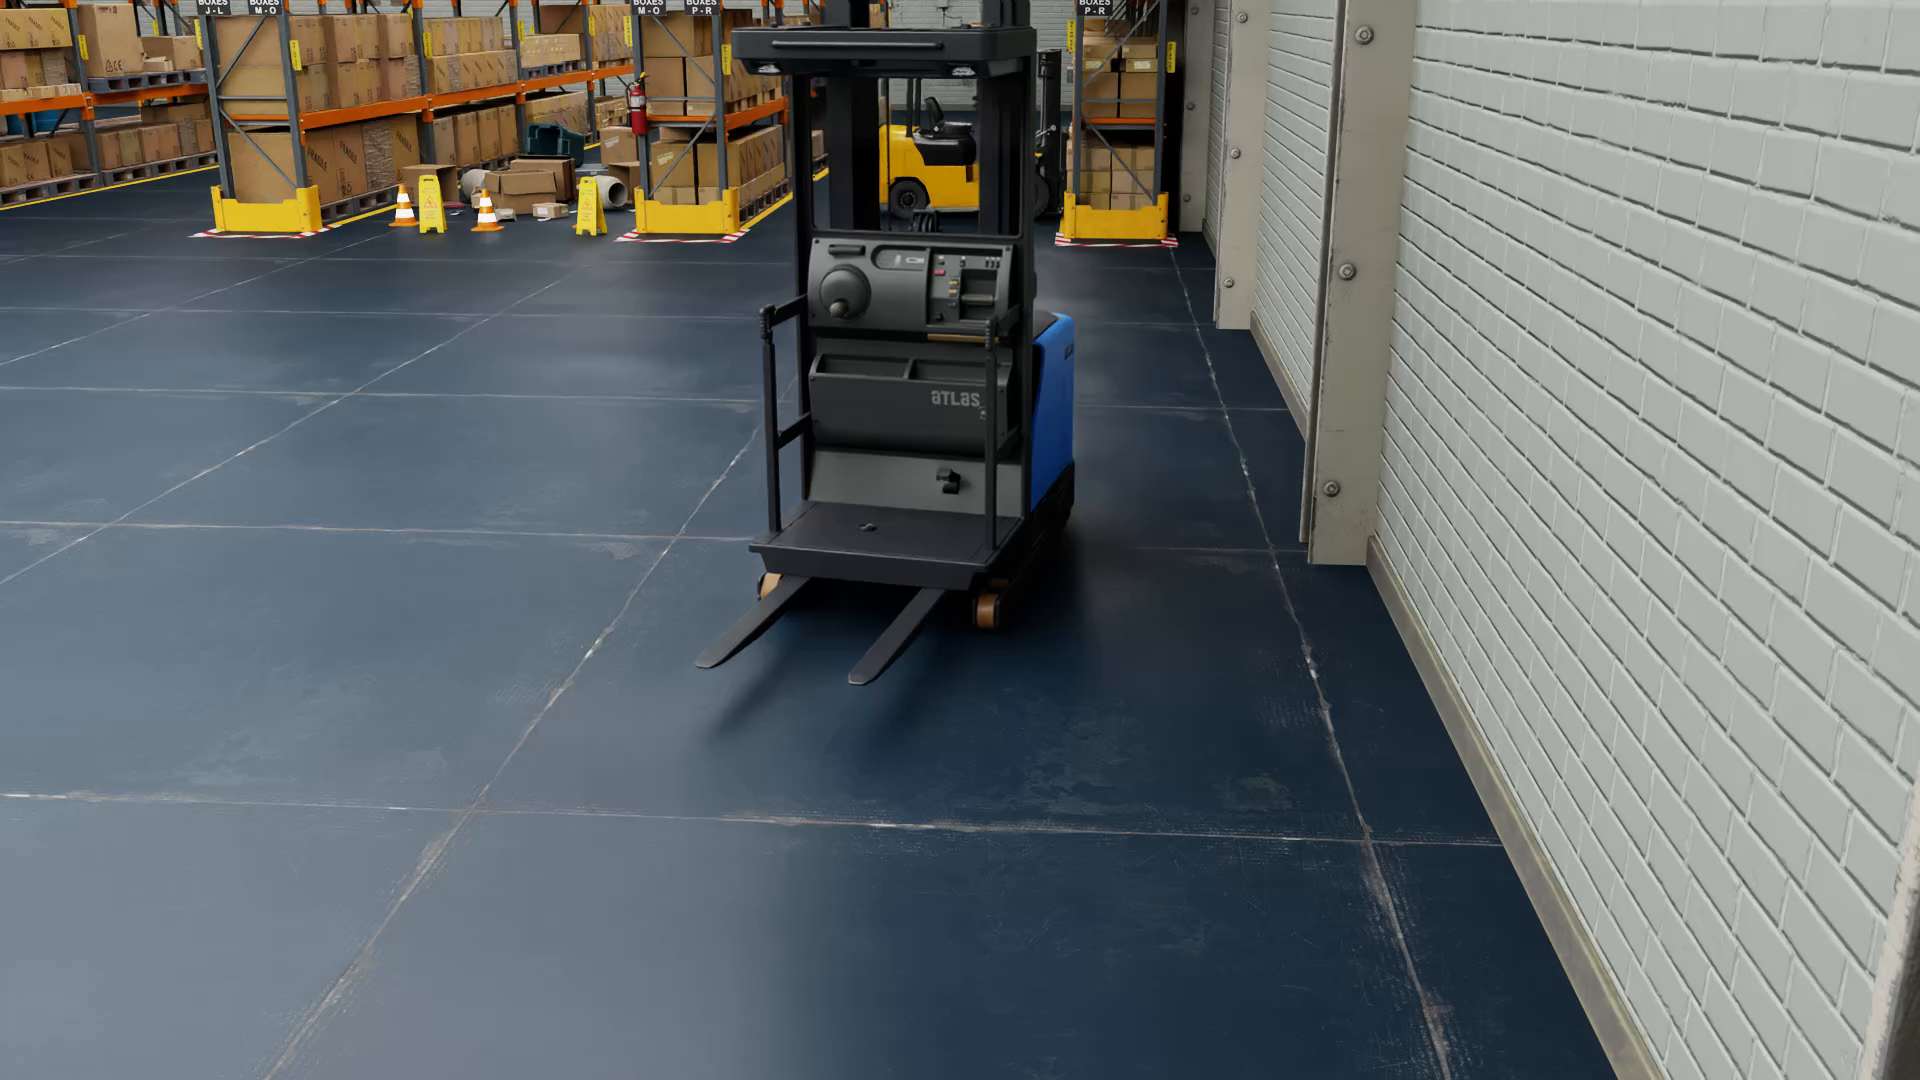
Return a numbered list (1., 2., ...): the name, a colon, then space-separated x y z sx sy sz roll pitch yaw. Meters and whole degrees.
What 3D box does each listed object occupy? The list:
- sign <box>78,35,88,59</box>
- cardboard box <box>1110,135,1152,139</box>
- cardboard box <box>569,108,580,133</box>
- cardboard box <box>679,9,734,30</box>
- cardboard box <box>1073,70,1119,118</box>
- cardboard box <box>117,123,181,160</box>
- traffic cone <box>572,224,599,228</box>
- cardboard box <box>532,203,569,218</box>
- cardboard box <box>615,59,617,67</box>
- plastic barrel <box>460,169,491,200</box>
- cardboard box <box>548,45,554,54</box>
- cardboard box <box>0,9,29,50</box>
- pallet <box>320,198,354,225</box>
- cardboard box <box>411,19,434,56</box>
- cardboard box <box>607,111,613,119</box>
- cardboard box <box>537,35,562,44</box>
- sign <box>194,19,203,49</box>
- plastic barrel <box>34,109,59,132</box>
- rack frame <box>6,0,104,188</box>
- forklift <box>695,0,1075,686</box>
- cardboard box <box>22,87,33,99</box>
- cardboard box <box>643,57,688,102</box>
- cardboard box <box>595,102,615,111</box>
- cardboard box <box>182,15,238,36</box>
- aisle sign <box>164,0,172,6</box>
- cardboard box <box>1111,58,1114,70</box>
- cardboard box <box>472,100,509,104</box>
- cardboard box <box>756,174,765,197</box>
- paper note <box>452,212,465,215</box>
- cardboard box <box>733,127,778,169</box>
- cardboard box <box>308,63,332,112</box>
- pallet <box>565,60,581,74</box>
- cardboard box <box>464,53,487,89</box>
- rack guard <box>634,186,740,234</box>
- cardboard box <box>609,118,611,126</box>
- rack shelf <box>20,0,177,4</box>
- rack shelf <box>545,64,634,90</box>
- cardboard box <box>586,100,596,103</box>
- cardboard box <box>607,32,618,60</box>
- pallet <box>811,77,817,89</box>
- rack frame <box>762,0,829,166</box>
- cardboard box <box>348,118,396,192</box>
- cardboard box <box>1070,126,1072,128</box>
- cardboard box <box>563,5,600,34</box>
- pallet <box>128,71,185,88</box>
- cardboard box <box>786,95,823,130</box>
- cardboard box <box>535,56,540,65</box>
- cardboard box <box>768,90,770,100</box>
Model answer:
1. sign: -12.234 -6.873 23.192 0.100 0.325 0.005 1 18 4
2. cardboard box: 2.119 -4.881 20.637 0.500 0.250 0.500 1 18 3
3. cardboard box: -7.101 -7.431 29.624 0.500 0.500 0.500 1 18 3
4. cardboard box: -3.260 -6.469 21.104 0.700 0.500 0.500 1 18 3
5. cardboard box: 1.547 -5.105 19.024 0.500 0.500 0.500 1 18 3
6. cardboard box: -12.578 -6.178 25.767 0.700 0.500 0.500 3 18 9
7. traffic cone: -4.434 -3.965 19.780 0.336 0.463 0.334 1 18 4
8. cardboard box: -5.099 -4.105 20.713 0.380 0.149 0.250 12 22 32
9. cardboard box: -6.897 -9.270 32.299 0.380 0.149 0.250 2 18 6
10. plastic barrel: -6.387 -4.719 22.144 0.512 0.421 0.421 17 25 41
11. cardboard box: -7.208 -8.423 28.563 0.380 0.149 0.250 2 18 6
12. cardboard box: -12.605 -6.679 21.745 0.500 0.500 0.500 1 18 4
13. pallet: -8.143 -4.012 20.329 1.003 0.211 1.213 1 18 4
14. cardboard box: -7.806 -7.007 23.222 0.700 0.500 0.500 1 18 3
15. cardboard box: -6.941 -8.231 32.153 0.380 0.149 0.250 2 18 6
16. cardboard box: -7.175 -8.727 29.011 0.380 0.149 0.250 1 18 2
17. sign: -8.663 -5.766 18.964 0.100 0.325 0.005 1 18 4
18. plastic barrel: -17.198 -8.101 31.023 0.600 0.901 0.708 1 18 4
19. rack frame: -12.776 -6.472 23.356 1.000 3.000 0.127 1 18 4
20. forklift: -0.277 -1.133 7.175 1.130 2.935 3.031 5 19 14
21. cardboard box: -12.659 -5.970 22.230 0.380 0.149 0.250 1 18 4
22. cardboard box: -3.414 -5.372 19.361 0.500 0.500 0.500 1 18 3
23. cardboard box: -6.887 -8.367 32.088 0.380 0.149 0.250 2 18 5
24. cardboard box: -12.420 -8.465 27.668 0.797 0.503 0.637 2 18 6
25. aisle sign: -16.558 -11.560 34.711 0.394 0.787 0.004 1 18 4
26. cardboard box: 1.587 -5.527 19.272 0.380 0.149 0.250 2 18 5
27. cardboard box: -7.761 -7.158 27.587 0.500 0.250 0.500 1 18 3
28. cardboard box: -2.774 -4.473 21.000 0.500 0.250 0.500 3 18 8
29. paper note: -6.320 -4.112 20.925 0.144 0.017 0.142 8 20 23
30. cardboard box: -2.701 -5.152 21.866 0.500 0.500 0.500 2 18 5
31. cardboard box: -8.123 -5.446 19.985 0.875 0.550 0.550 1 18 4
32. pallet: -7.462 -8.489 29.821 1.003 0.211 1.213 1 18 4
33. cardboard box: -7.419 -7.004 24.821 0.500 0.500 0.500 2 18 5
34. rack guard: -3.172 -3.844 19.351 1.175 0.500 0.348 1 18 4
35. cardboard box: -6.978 -8.090 32.200 0.380 0.149 0.250 1 18 2
36. rack shelf: -16.999 -10.772 32.817 1.077 0.370 4.000 1 18 4
37. rack shelf: -7.119 -9.093 32.513 1.077 0.370 4.000 1 18 4
38. cardboard box: -7.349 -8.539 32.615 0.380 0.149 0.250 1 18 4
39. cardboard box: -6.875 -9.461 31.840 0.500 0.500 0.500 1 18 3
40. pallet: -2.705 -6.786 24.623 1.003 0.211 1.213 1 18 4
41. rack frame: -2.604 -7.493 26.472 1.000 3.000 0.127 1 18 4
42. cardboard box: -8.011 -5.046 21.742 0.875 0.875 0.875 1 18 4
43. cardboard box: 1.712 -5.366 22.116 0.500 0.250 0.500 1 18 3
44. cardboard box: -6.987 -9.613 30.699 0.500 0.500 0.500 2 18 5
45. pallet: -12.590 -7.007 25.298 1.003 0.211 1.213 1 18 4
46. cardboard box: -2.472 -6.895 27.387 0.875 0.875 0.875 1 18 3
47. cardboard box: -7.259 -8.037 27.864 0.380 0.149 0.250 2 18 6
48. cardboard box: -2.718 -5.867 21.916 0.380 0.149 0.250 1 18 4
